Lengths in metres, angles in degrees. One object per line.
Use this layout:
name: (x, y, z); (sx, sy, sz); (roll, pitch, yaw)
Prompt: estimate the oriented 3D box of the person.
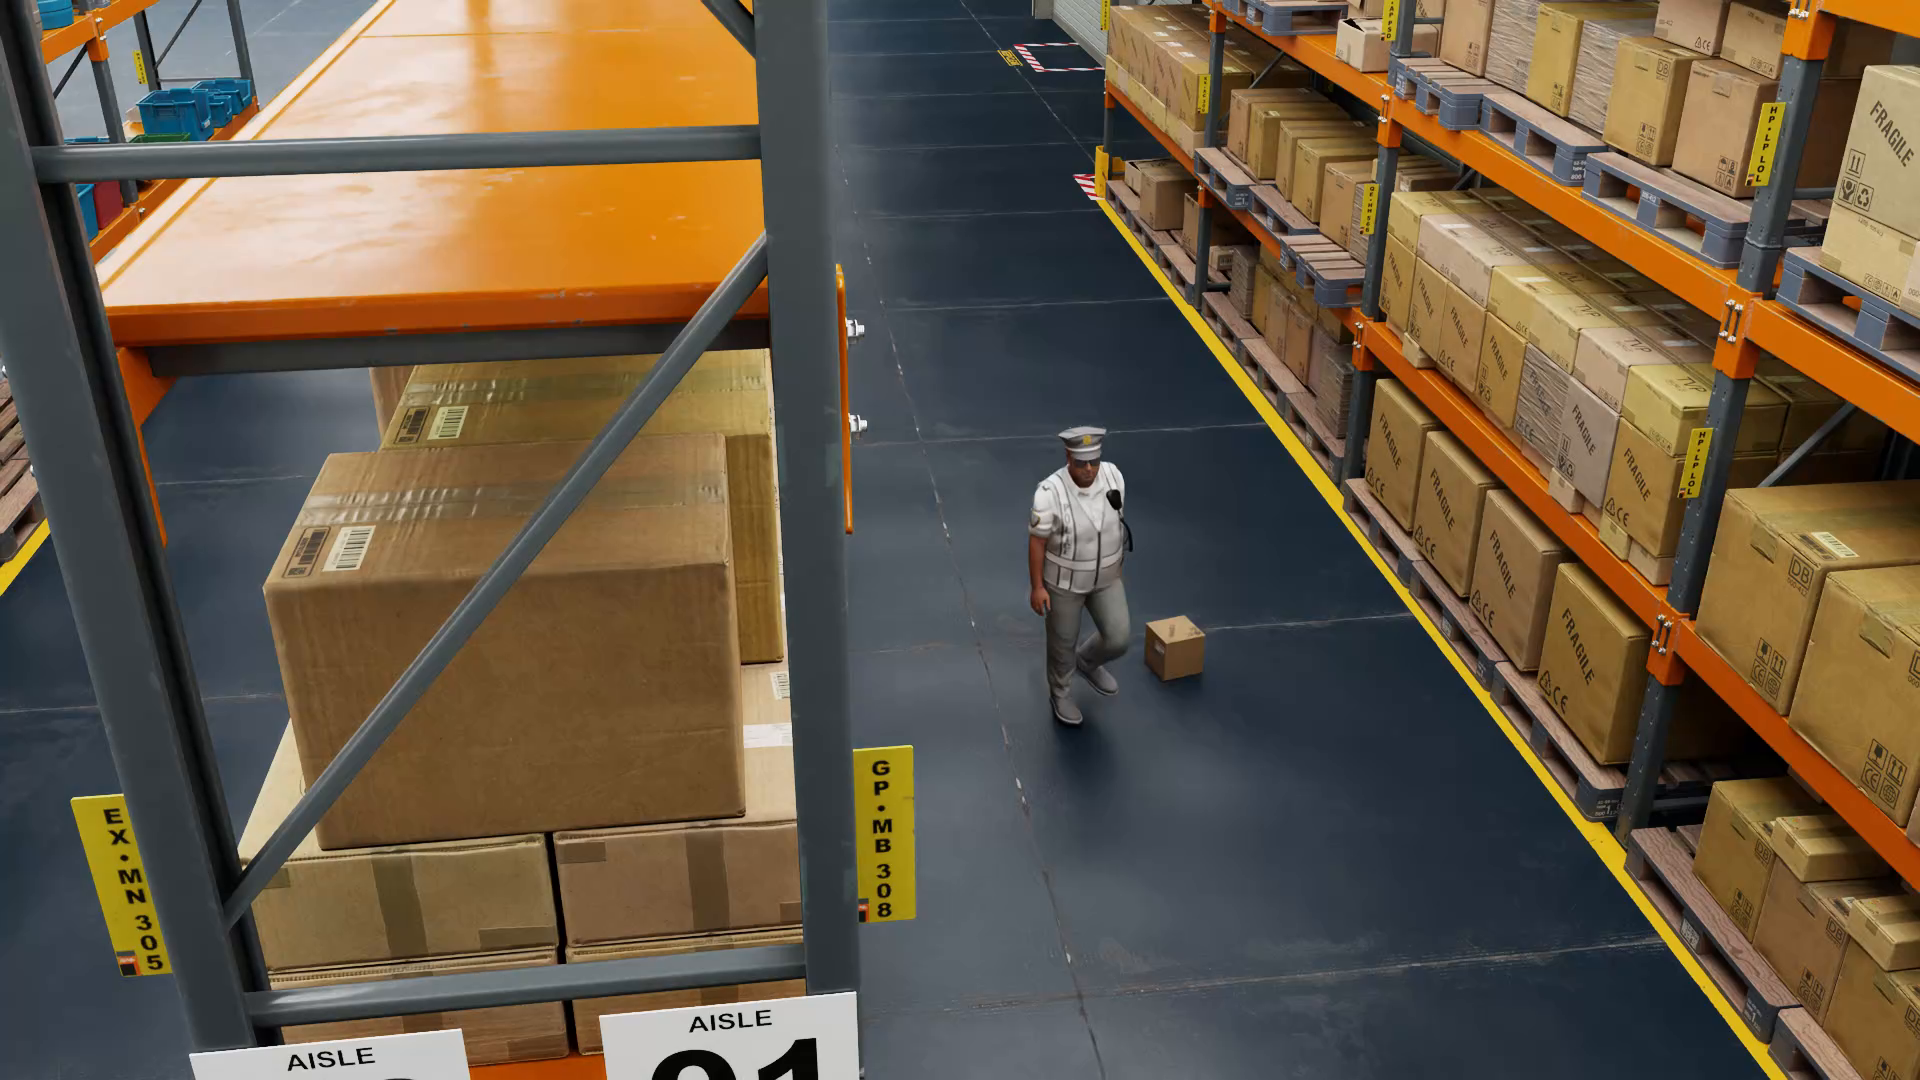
person: (0.621, 0.171, 8.720); (0.591, 1.752, 0.484); (-10, 29, -19)
